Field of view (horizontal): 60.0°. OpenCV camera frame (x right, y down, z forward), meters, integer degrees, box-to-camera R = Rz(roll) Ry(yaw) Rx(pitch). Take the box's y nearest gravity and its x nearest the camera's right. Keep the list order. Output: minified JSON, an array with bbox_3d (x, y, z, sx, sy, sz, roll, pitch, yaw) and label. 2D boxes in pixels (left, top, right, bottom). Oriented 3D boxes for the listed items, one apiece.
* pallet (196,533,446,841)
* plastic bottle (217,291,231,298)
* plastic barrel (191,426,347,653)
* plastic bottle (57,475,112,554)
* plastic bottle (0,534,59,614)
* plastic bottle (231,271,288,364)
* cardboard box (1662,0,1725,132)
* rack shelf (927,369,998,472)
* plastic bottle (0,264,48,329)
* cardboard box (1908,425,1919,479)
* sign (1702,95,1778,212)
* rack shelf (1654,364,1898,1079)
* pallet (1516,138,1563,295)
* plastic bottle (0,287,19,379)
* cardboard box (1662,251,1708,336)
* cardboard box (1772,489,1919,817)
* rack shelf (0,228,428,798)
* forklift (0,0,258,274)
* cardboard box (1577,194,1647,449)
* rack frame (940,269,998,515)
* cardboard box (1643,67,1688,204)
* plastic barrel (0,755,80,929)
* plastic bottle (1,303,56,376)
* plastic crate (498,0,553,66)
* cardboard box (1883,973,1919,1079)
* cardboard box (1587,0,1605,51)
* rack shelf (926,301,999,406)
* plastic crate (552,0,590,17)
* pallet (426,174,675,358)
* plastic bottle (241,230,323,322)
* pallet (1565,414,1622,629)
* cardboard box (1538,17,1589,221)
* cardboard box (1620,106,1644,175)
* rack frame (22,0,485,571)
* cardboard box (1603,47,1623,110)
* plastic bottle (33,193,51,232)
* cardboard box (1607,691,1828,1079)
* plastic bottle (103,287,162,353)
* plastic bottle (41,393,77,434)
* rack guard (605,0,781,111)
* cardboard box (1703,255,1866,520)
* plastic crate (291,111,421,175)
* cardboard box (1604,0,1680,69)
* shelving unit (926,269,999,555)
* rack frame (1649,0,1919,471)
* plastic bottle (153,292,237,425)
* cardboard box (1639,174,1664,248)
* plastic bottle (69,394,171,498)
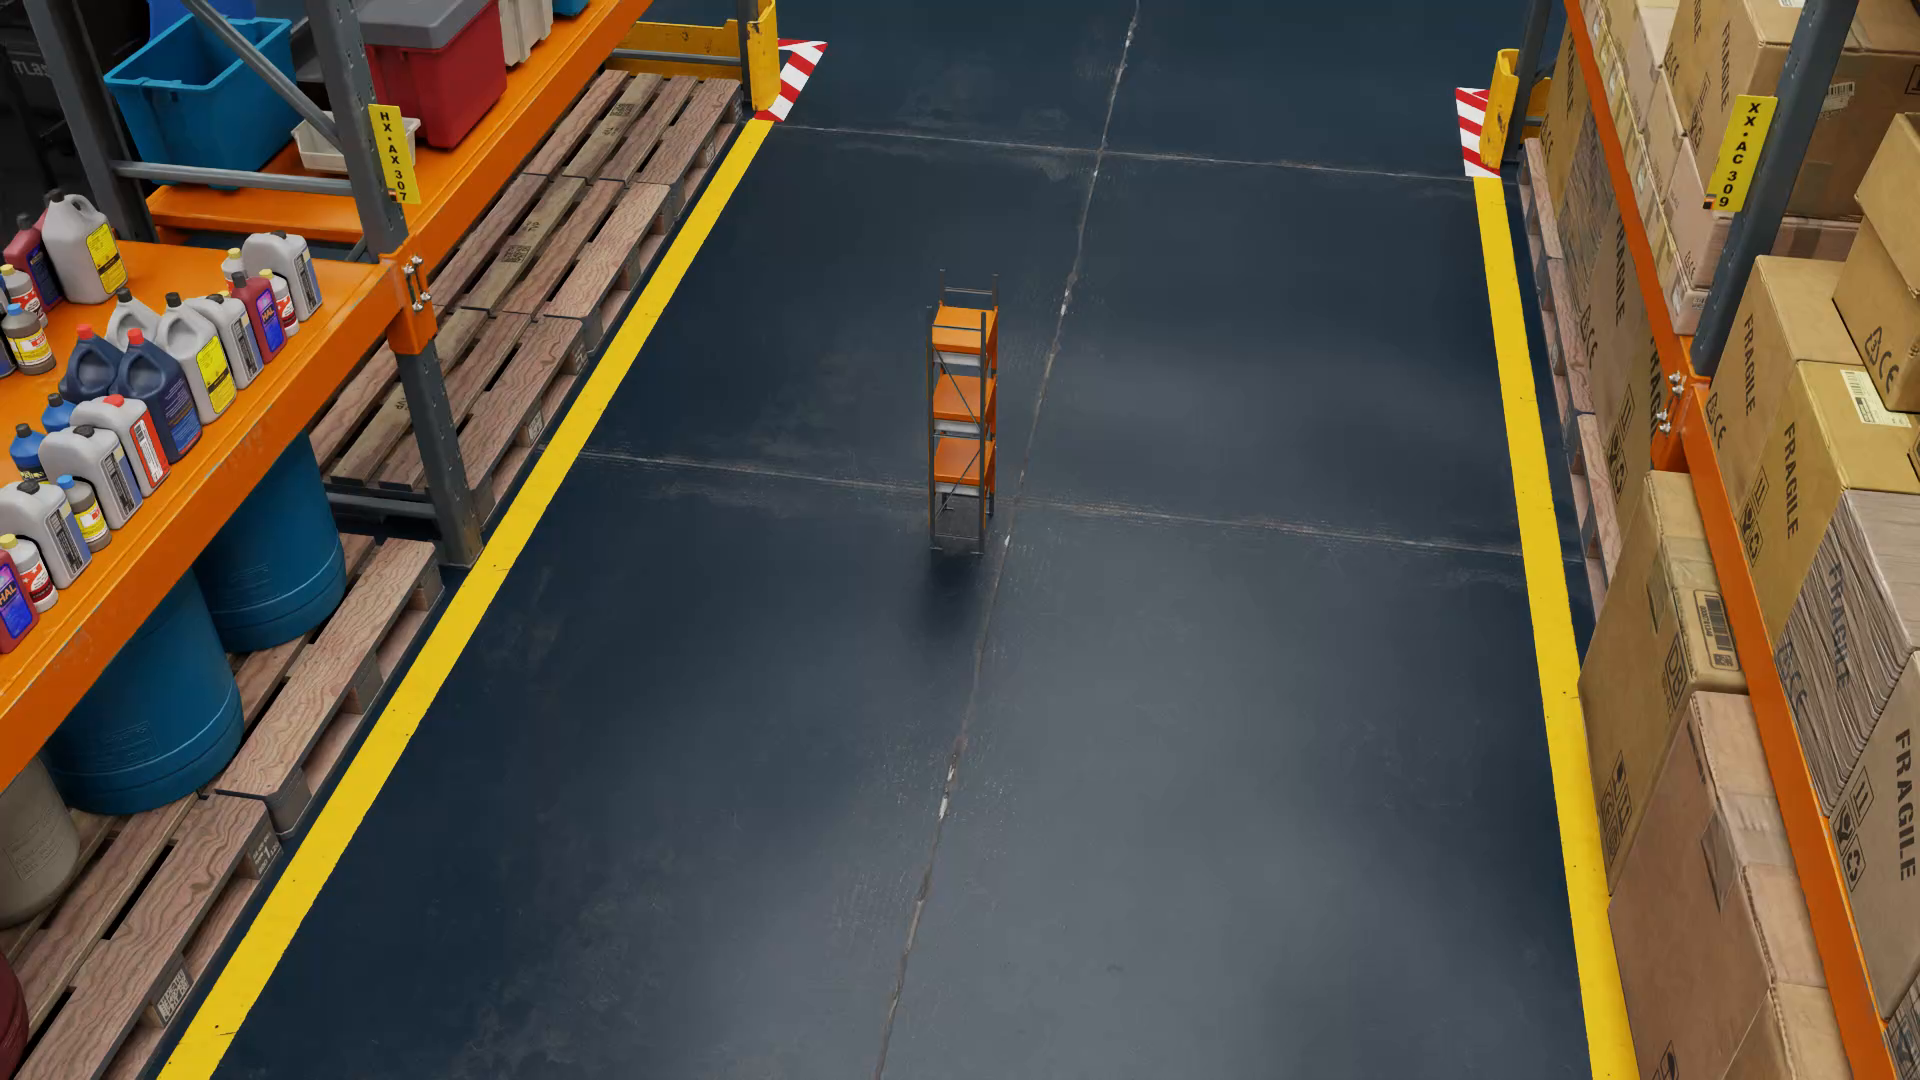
[{"bbox_3d":[-2.452,0.417,5.580,1.003,0.211,1.213,6,40,8],"label":"pallet"},{"bbox_3d":[-2.104,-0.625,4.808,0.097,0.201,0.097,0,40,0],"label":"plastic bottle"},{"bbox_3d":[-2.389,-0.151,5.396,0.600,0.901,0.708,6,40,8],"label":"plastic barrel"},{"bbox_3d":[-2.194,-0.072,4.139,0.097,0.201,0.097,0,40,0],"label":"plastic bottle"},{"bbox_3d":[-2.235,0.074,3.963,0.097,0.201,0.097,0,40,0],"label":"plastic bottle"},{"bbox_3d":[-2.023,-0.659,4.785,0.061,0.283,0.133,6,40,8],"label":"plastic bottle"},{"bbox_3d":[2.508,-1.569,5.090,0.500,0.500,0.500,7,40,8],"label":"cardboard box"},{"bbox_3d":[0.009,-0.430,5.963,0.215,0.259,0.240,6,40,8],"label":"rack shelf"},{"bbox_3d":[-2.786,-0.720,4.922,0.097,0.201,0.097,0,40,0],"label":"plastic bottle"},{"bbox_3d":[2.368,-0.185,3.254,0.797,0.503,0.637,7,40,8],"label":"cardboard box"},{"bbox_3d":[2.054,-1.016,4.383,0.100,0.325,0.005,6,40,8],"label":"sign"},{"bbox_3d":[2.254,0.941,3.322,1.077,0.370,4.000,6,40,8],"label":"rack shelf"},{"bbox_3d":[3.231,-1.517,7.919,1.003,0.211,1.213,6,40,8],"label":"pallet"},{"bbox_3d":[-2.796,-0.612,4.733,0.152,0.276,0.135,6,40,8],"label":"plastic bottle"},{"bbox_3d":[2.331,-0.722,4.966,0.380,0.149,0.250,7,40,8],"label":"cardboard box"},{"bbox_3d":[2.102,0.261,3.502,0.500,0.500,0.500,6,40,7],"label":"cardboard box"},{"bbox_3d":[-2.624,0.395,3.983,1.077,0.370,4.000,6,40,8],"label":"rack shelf"},{"bbox_3d":[-4.363,-2.448,6.911,1.130,2.935,3.031,8,40,10],"label":"forklift"},{"bbox_3d":[2.949,-0.905,6.328,0.875,0.875,0.875,6,40,8],"label":"cardboard box"},{"bbox_3d":[0.030,-0.515,6.049,0.200,1.050,0.008,6,40,8],"label":"rack frame"},{"bbox_3d":[2.506,-1.279,5.328,0.500,0.250,0.500,8,40,9],"label":"cardboard box"},{"bbox_3d":[-2.697,0.788,4.566,0.421,0.512,0.421,0,40,0],"label":"plastic barrel"},{"bbox_3d":[-2.670,-0.581,4.754,0.097,0.201,0.097,0,40,0],"label":"plastic bottle"},{"bbox_3d":[-1.832,-2.053,6.425,0.437,0.282,0.530,6,40,8],"label":"plastic crate"},{"bbox_3d":[1.928,0.905,2.723,0.500,0.500,0.500,5,40,6],"label":"cardboard box"},{"bbox_3d":[2.686,-2.011,6.526,0.380,0.149,0.250,6,40,7],"label":"cardboard box"},{"bbox_3d":[0.009,-0.649,5.782,0.215,0.259,0.240,6,40,8],"label":"rack shelf"},{"bbox_3d":[-1.688,-2.289,6.749,0.416,0.233,0.300,6,40,8],"label":"plastic crate"},{"bbox_3d":[-1.980,-1.296,7.652,1.003,0.211,1.213,6,40,8],"label":"pallet"},{"bbox_3d":[-2.027,-0.807,4.969,0.152,0.276,0.135,6,40,8],"label":"plastic bottle"},{"bbox_3d":[2.809,0.015,6.067,1.003,0.211,1.213,6,40,8],"label":"pallet"},{"bbox_3d":[3.261,-2.034,7.694,0.875,0.875,0.875,6,40,8],"label":"cardboard box"},{"bbox_3d":[2.508,-1.368,5.748,0.380,0.149,0.250,7,40,9],"label":"cardboard box"},{"bbox_3d":[-2.278,-1.138,5.272,1.000,3.000,0.127,6,40,8],"label":"rack frame"},{"bbox_3d":[2.598,-1.688,6.135,0.380,0.149,0.250,7,40,8],"label":"cardboard box"},{"bbox_3d":[-2.761,-0.909,5.088,0.061,0.283,0.133,6,40,8],"label":"plastic bottle"},{"bbox_3d":[2.356,1.030,3.988,1.225,0.875,0.875,5,40,6],"label":"cardboard box"},{"bbox_3d":[-2.256,-0.521,4.565,0.144,0.351,0.185,6,40,8],"label":"plastic bottle"},{"bbox_3d":[-2.304,-0.261,4.313,0.097,0.271,0.097,0,40,0],"label":"plastic bottle"},{"bbox_3d":[-1.594,-2.701,9.125,1.175,0.500,0.348,6,40,8],"label":"rack guard"},{"bbox_3d":[2.275,-0.369,4.264,0.500,0.500,0.500,7,40,8],"label":"cardboard box"},{"bbox_3d":[-2.056,-1.335,5.671,0.396,0.136,0.243,6,40,8],"label":"plastic crate"},{"bbox_3d":[2.685,-1.917,6.099,0.500,0.250,0.500,6,40,7],"label":"cardboard box"},{"bbox_3d":[0.009,-0.438,5.956,0.215,1.050,0.252,6,40,8],"label":"shelving unit"},{"bbox_3d":[2.601,-0.591,4.611,1.000,3.000,0.127,6,40,8],"label":"rack frame"},{"bbox_3d":[-2.114,-0.506,4.546,0.144,0.351,0.185,6,40,8],"label":"plastic bottle"},{"bbox_3d":[2.420,-1.045,5.357,0.380,0.149,0.250,6,40,7],"label":"cardboard box"},{"bbox_3d":[-2.178,-0.261,4.309,0.152,0.276,0.135,6,40,8],"label":"plastic bottle"}]
